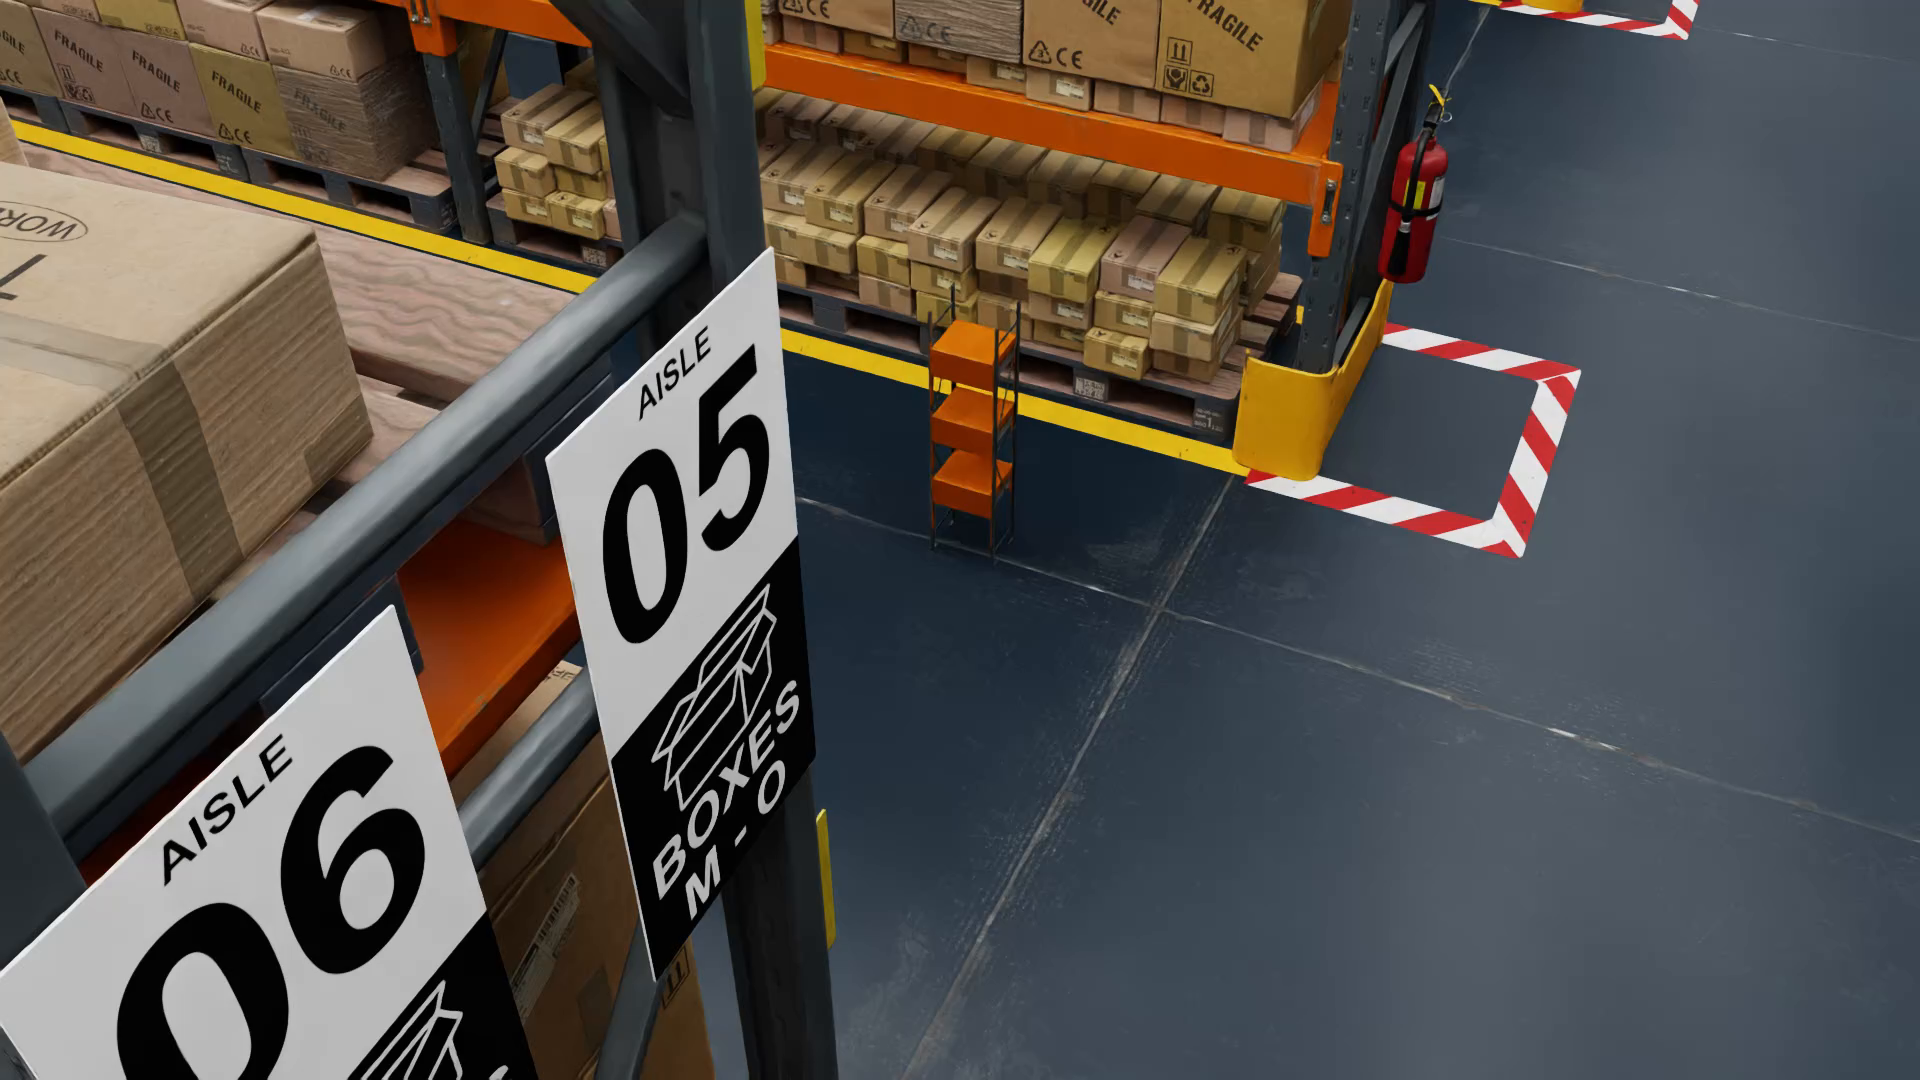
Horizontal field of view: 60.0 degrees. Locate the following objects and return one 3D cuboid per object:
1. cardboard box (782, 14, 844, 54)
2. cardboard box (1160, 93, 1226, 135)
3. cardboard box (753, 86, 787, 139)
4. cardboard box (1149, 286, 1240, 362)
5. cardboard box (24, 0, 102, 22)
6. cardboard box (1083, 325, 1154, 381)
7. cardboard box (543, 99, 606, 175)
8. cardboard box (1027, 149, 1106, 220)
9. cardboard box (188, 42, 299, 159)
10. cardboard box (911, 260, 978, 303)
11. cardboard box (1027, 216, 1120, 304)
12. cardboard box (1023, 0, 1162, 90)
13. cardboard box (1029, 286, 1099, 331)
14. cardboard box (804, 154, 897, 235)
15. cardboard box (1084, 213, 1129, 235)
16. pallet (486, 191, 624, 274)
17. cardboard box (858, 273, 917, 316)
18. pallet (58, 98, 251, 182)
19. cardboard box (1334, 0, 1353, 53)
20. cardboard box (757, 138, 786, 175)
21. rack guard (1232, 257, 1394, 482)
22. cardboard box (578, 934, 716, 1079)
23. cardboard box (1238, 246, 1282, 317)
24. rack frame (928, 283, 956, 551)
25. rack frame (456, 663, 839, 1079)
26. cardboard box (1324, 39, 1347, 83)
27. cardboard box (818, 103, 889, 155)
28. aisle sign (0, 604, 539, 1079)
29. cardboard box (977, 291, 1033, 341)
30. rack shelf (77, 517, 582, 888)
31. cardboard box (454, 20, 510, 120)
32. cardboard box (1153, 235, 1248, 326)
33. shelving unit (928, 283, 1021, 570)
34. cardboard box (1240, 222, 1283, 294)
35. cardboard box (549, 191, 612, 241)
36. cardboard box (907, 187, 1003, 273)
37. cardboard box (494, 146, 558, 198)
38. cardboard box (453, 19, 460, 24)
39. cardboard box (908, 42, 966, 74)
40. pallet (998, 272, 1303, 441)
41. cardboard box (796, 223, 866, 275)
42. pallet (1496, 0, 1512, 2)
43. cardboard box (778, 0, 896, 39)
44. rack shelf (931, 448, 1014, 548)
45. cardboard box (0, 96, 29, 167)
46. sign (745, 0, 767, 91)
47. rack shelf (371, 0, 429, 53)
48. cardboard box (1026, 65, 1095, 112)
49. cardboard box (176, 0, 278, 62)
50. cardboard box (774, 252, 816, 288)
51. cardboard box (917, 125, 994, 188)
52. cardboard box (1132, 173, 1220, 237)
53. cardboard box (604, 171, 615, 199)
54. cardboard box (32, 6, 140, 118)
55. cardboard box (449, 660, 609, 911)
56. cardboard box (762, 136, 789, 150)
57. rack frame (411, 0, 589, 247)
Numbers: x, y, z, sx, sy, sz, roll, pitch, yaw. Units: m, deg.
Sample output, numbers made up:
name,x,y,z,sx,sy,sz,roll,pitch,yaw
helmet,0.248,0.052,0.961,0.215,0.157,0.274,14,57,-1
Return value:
name,x,y,z,sx,sy,sz,roll,pitch,yaw
cardboard box,-0.495,-2.079,6.551,0.250,0.149,0.380,19,44,20
cardboard box,0.911,-1.641,6.045,0.250,0.149,0.380,17,44,19
cardboard box,-0.978,-1.962,7.625,0.250,0.149,0.380,18,44,20
cardboard box,0.936,-0.893,6.618,0.250,0.149,0.380,16,43,18
cardboard box,-4.290,-2.815,8.223,0.500,0.250,0.500,17,44,19
cardboard box,0.694,-0.836,6.781,0.250,0.149,0.380,18,44,20
cardboard box,-1.641,-1.806,7.445,0.250,0.149,0.380,19,44,21
cardboard box,0.469,-1.545,7.144,0.250,0.149,0.380,15,43,17
cardboard box,-3.332,-2.241,8.134,0.500,0.500,0.500,16,43,18
cardboard box,-0.010,-1.171,6.940,0.250,0.149,0.380,18,44,19
cardboard box,0.456,-1.124,6.659,0.250,0.149,0.380,16,43,18
cardboard box,0.554,-1.989,5.952,0.500,0.500,0.500,16,44,18
cardboard box,0.464,-1.035,6.783,0.250,0.149,0.380,15,43,17
cardboard box,-0.460,-1.470,7.057,0.250,0.149,0.380,17,44,19
cardboard box,0.685,-1.338,7.132,0.250,0.149,0.380,18,44,19
pallet,-1.466,-1.611,7.947,1.213,0.211,1.003,17,44,19
cardboard box,-0.235,-1.142,7.134,0.250,0.149,0.380,18,44,19
pallet,-3.906,-2.328,8.774,1.213,0.211,1.003,17,44,19
cardboard box,1.245,-2.160,6.149,0.500,0.500,0.500,19,44,21
cardboard box,-0.949,-1.588,7.193,0.250,0.149,0.380,18,44,20
rack guard,1.466,-0.798,6.789,0.348,0.500,1.175,17,44,19
cardboard box,-0.780,0.903,2.842,0.500,0.500,0.500,17,44,18
cardboard box,1.196,-1.138,7.129,0.250,0.149,0.380,18,44,19
rack frame,-0.062,-0.416,5.928,0.008,1.050,0.200,17,44,19
rack frame,-0.466,1.244,2.524,0.127,3.000,1.000,17,44,19
cardboard box,1.380,-1.911,6.357,0.250,0.149,0.380,17,44,18
cardboard box,-0.444,-1.874,7.524,0.250,0.149,0.380,16,43,17
aisle sign,-0.532,0.466,1.438,0.004,0.787,0.394,17,44,19
cardboard box,0.262,-1.021,6.994,0.250,0.149,0.380,17,44,19
rack shelf,-2.279,-0.171,2.417,4.000,0.370,1.077,17,44,19
cardboard box,-2.647,-2.406,8.323,0.500,0.500,0.500,19,44,20
cardboard box,0.948,-1.024,6.543,0.250,0.149,0.380,17,44,19
shelving unit,0.048,-0.382,5.889,0.252,1.050,0.215,17,44,19
cardboard box,1.169,-1.213,6.988,0.250,0.149,0.380,19,44,20
cardboard box,-1.655,-1.546,7.599,0.250,0.149,0.380,18,44,20
cardboard box,-0.019,-1.275,6.833,0.250,0.149,0.380,19,44,20
cardboard box,-1.897,-1.733,7.588,0.250,0.149,0.380,19,44,21
cardboard box,-2.648,-2.689,8.077,0.500,0.250,0.500,15,43,17
cardboard box,-0.010,-1.959,6.411,0.250,0.149,0.380,15,43,17
pallet,0.745,-0.935,7.168,1.213,0.211,1.003,17,44,19
cardboard box,-0.496,-1.313,7.103,0.250,0.149,0.380,17,44,19
pallet,2.966,-3.759,10.426,1.213,0.211,1.003,17,44,19
cardboard box,-0.357,-2.268,6.273,0.500,0.500,0.500,19,44,21
rack shelf,0.048,-0.164,6.078,0.240,0.259,0.215,17,44,19
cardboard box,-1.355,-0.429,1.959,0.250,0.149,0.380,19,44,20
sign,-0.226,-0.577,1.608,0.005,0.325,0.100,17,44,19
rack shelf,-3.902,-3.112,8.099,4.000,0.370,1.077,17,44,19
cardboard box,0.436,-1.758,6.180,0.250,0.149,0.380,18,44,20
cardboard box,-3.332,-2.534,7.898,0.500,0.250,0.500,19,44,21
cardboard box,-0.703,-1.284,7.298,0.250,0.149,0.380,16,43,17
cardboard box,0.003,-1.728,7.355,0.250,0.149,0.380,18,44,19
cardboard box,0.903,-1.380,6.954,0.250,0.149,0.380,18,44,19
cardboard box,-1.393,-1.670,7.516,0.250,0.149,0.380,17,44,18
cardboard box,-4.257,-2.528,8.464,0.500,0.500,0.500,16,43,18
cardboard box,-0.671,0.321,2.255,0.250,0.149,0.380,18,44,20
cardboard box,-0.744,-1.807,7.673,0.250,0.149,0.380,18,44,20
rack frame,-2.090,-2.830,7.224,0.127,3.000,1.000,17,44,19
